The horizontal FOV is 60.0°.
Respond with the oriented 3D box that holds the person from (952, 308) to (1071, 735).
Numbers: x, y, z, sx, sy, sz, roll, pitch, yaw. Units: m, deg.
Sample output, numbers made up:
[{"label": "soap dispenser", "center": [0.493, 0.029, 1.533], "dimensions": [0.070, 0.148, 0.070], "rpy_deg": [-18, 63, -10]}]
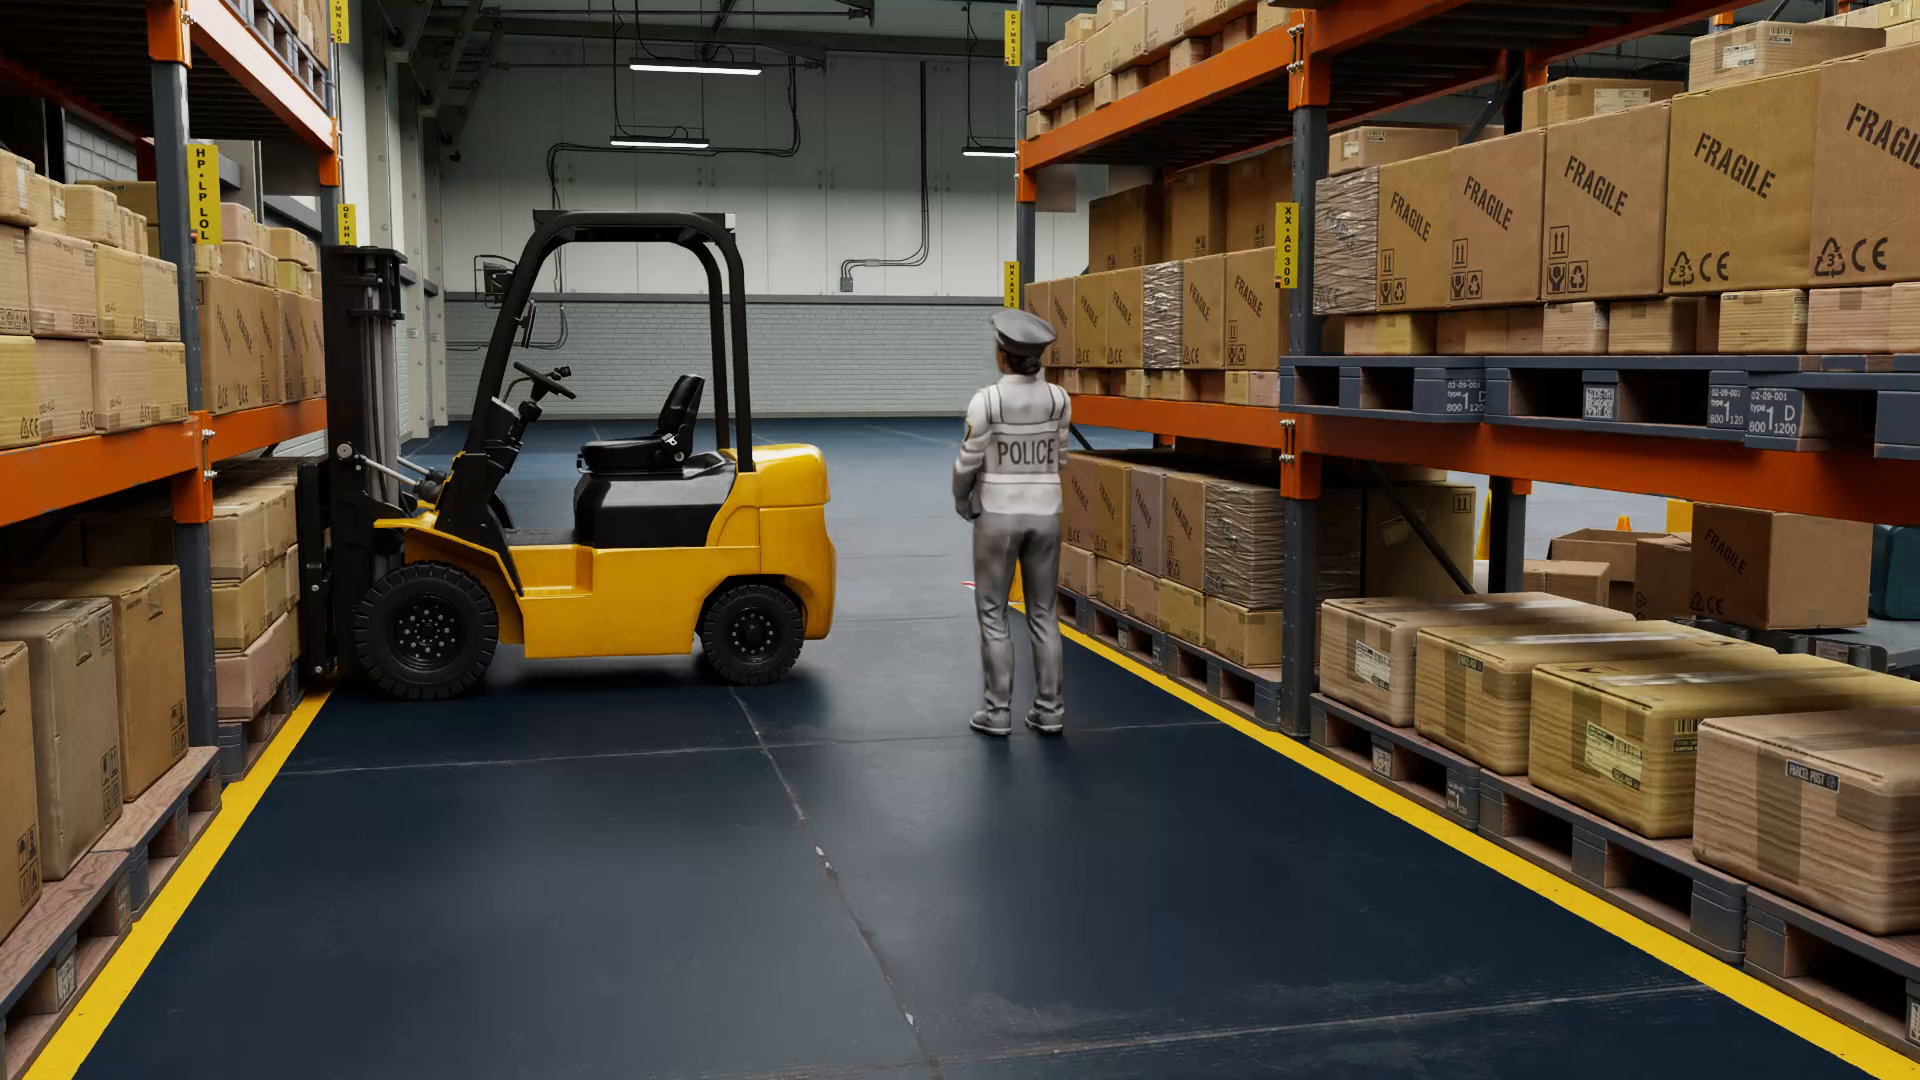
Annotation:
[{"label": "person", "center": [0.194, -0.071, 6.664], "dimensions": [0.468, 1.697, 0.552], "rpy_deg": [-2, 7, -22]}]
